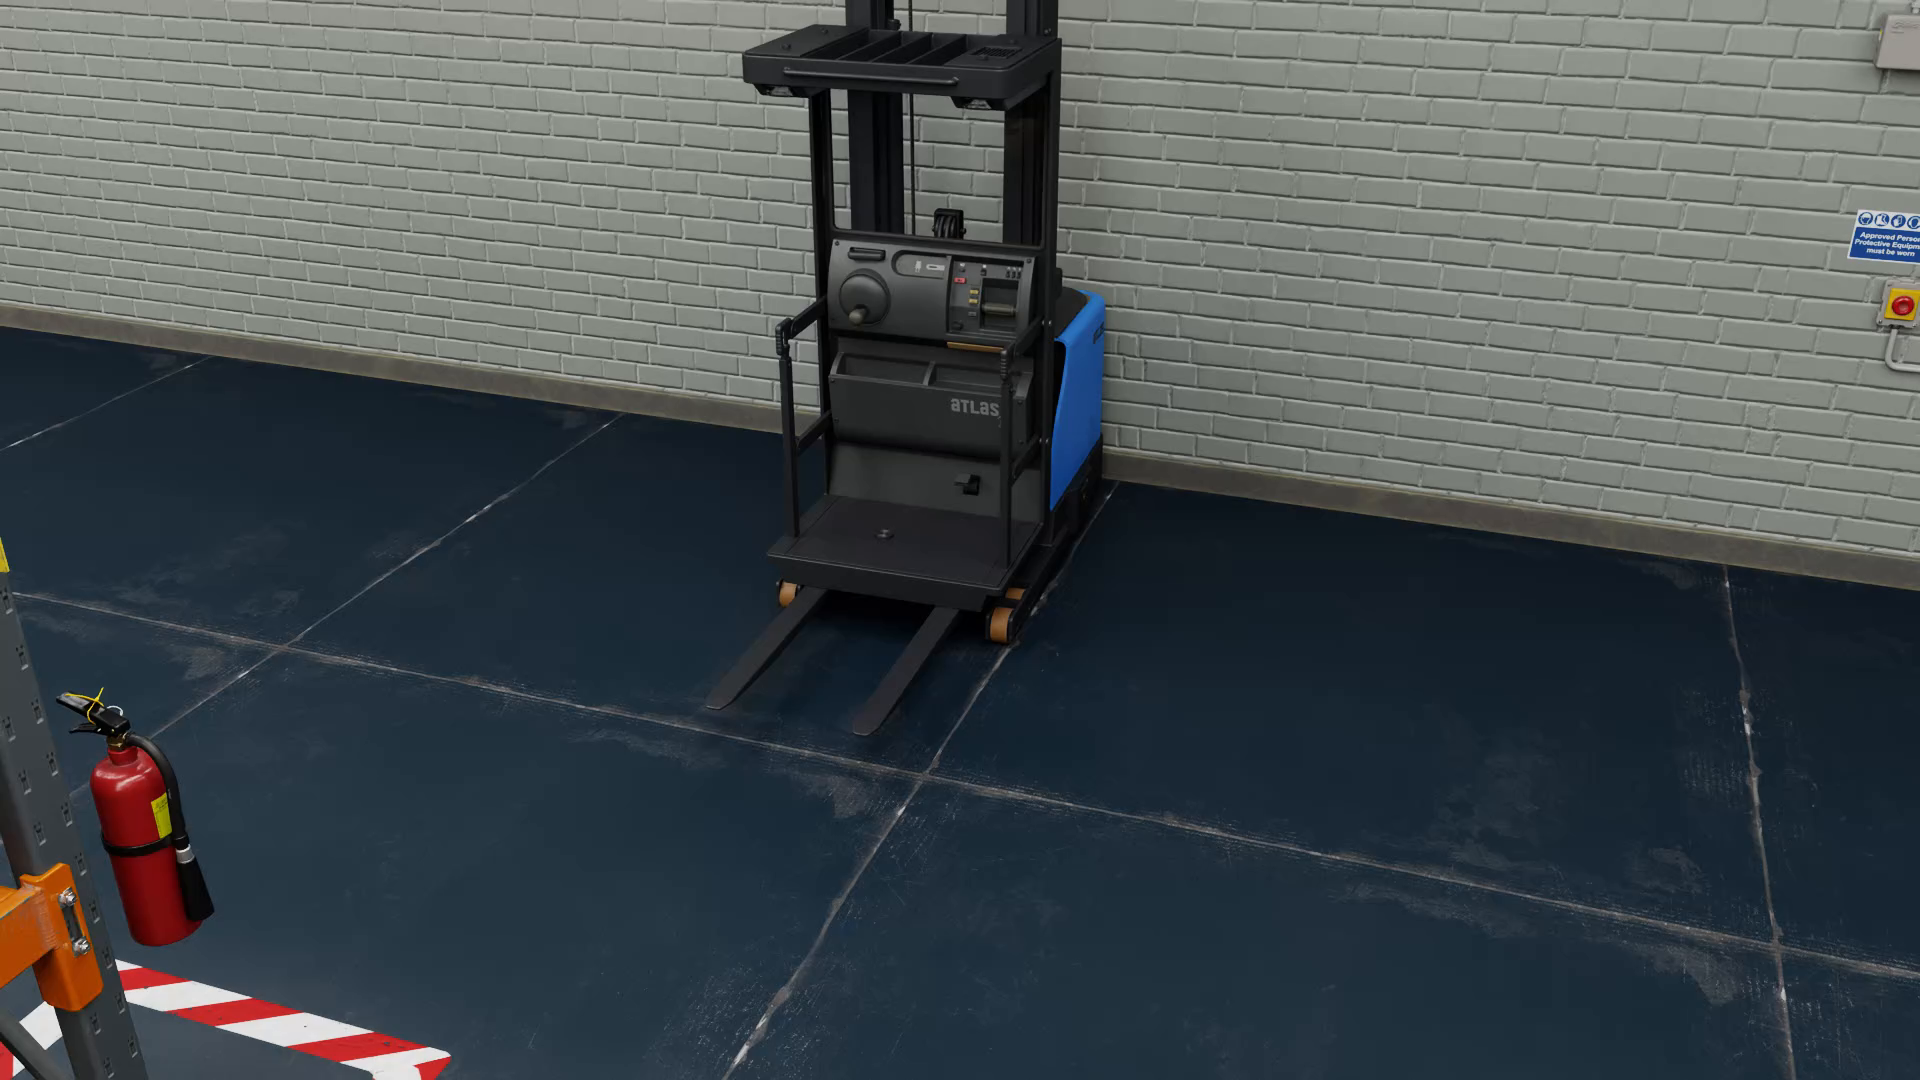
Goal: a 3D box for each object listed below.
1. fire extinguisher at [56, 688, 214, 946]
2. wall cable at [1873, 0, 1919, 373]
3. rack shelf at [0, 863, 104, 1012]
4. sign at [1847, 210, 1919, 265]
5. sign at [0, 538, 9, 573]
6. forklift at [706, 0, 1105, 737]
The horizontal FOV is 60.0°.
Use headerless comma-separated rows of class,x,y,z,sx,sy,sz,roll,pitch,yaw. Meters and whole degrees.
fire extinguisher,-1.963,0.653,3.976,0.296,0.674,0.183,9,27,17
wall cable,4.074,-1.629,6.970,0.585,1.953,0.123,9,27,17
rack shelf,-3.148,1.633,2.262,1.077,0.370,4.000,9,27,17
sign,4.049,-1.311,7.206,0.327,0.218,0.001,9,27,17
sign,-1.965,-0.088,3.298,0.100,0.325,0.005,9,27,17
forklift,-0.195,-1.058,7.072,1.130,2.935,3.031,8,27,16
